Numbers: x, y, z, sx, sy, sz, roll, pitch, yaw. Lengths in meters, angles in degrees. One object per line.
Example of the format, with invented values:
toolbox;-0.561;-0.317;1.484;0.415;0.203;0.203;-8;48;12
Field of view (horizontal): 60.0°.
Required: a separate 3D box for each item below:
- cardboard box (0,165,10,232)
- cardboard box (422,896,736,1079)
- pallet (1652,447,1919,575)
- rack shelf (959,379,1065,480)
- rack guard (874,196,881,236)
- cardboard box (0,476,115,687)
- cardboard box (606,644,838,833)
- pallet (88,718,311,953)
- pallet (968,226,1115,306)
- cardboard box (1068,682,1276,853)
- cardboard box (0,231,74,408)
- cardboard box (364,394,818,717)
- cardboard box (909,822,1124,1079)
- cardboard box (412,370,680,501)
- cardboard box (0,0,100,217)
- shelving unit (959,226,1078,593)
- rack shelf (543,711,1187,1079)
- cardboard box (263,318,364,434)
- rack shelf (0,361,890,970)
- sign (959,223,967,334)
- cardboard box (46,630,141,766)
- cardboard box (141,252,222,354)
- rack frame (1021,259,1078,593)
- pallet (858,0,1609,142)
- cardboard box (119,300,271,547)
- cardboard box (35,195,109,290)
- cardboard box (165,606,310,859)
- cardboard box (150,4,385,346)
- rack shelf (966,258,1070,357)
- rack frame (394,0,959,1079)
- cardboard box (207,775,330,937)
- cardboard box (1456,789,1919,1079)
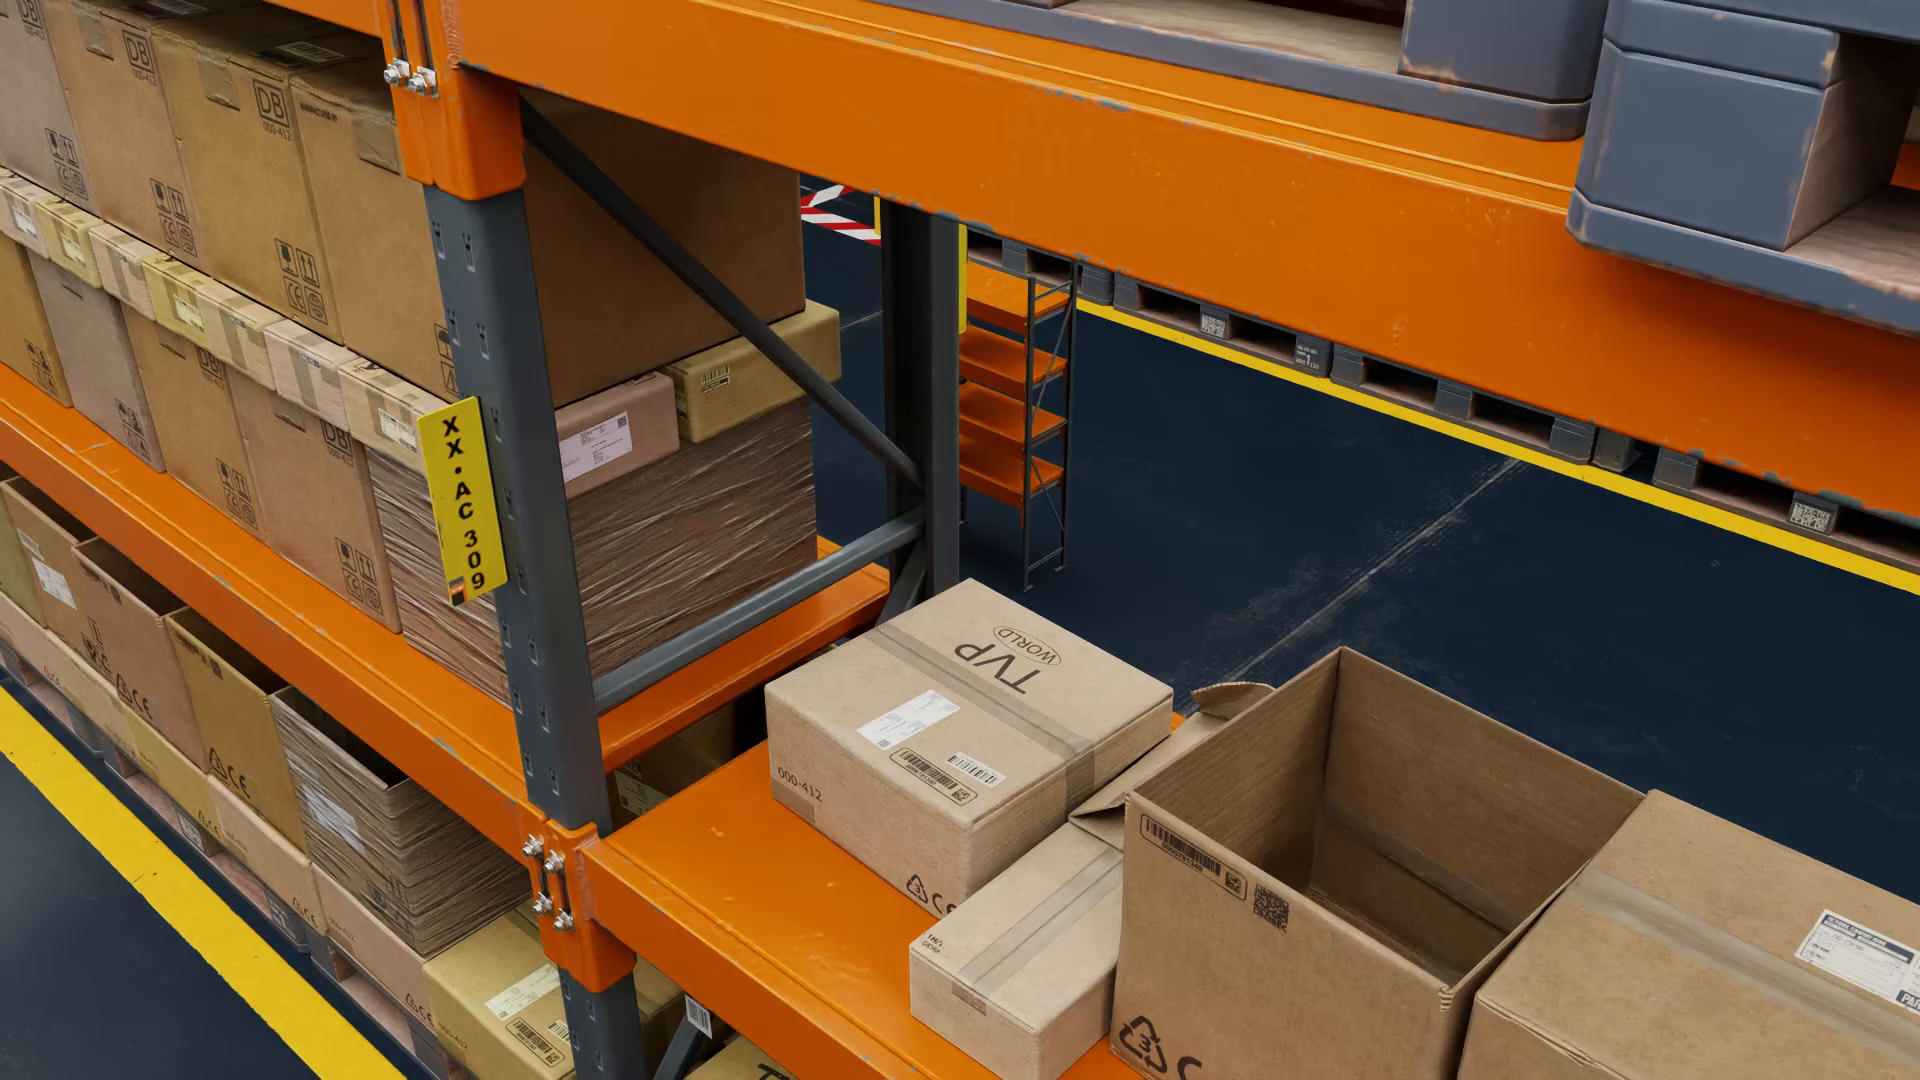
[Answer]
cardboard box;-2.243;-0.905;4.119;0.250;0.149;0.380;24;39;35
cardboard box;-0.870;1.058;3.842;0.500;0.250;0.500;25;39;35
pallet;3.520;-0.295;6.535;1.213;0.211;1.003;25;39;35
rack shelf;0.123;-0.399;5.880;0.480;0.148;0.258;25;39;35
rack guard;0.032;-2.046;9.163;0.348;0.500;1.175;25;39;35
cardboard box;-2.346;0.041;4.806;0.500;0.500;0.500;25;39;35
cardboard box;-0.513;0.534;3.987;0.500;0.500;0.500;25;39;35
pallet;-1.850;0.618;5.018;1.213;0.211;1.003;25;39;35
pallet;0.611;-1.627;8.748;1.213;0.211;1.003;25;39;35
cardboard box;0.395;0.429;2.760;0.258;0.266;0.396;24;38;34
cardboard box;-2.251;-0.770;4.523;0.500;0.500;0.700;25;39;35
cardboard box;-0.713;-0.057;3.339;0.500;0.500;0.700;24;38;34
cardboard box;0.140;0.630;2.539;0.250;0.149;0.380;25;39;35
cardboard box;-0.725;-0.196;2.941;0.250;0.149;0.380;25;39;35
cardboard box;-1.829;-1.134;3.870;0.500;0.500;0.700;25;39;35
shelving unit;0.123;-0.457;5.845;0.503;1.200;0.258;25;39;35
rack shelf;1.103;1.138;2.150;4.000;0.370;1.077;25;39;35
cardboard box;-1.103;-0.372;3.233;0.250;0.149;0.380;24;38;34
rack shelf;-1.863;-0.247;4.449;4.000;0.370;1.077;25;39;35
sign;-0.023;-0.536;3.186;0.005;0.325;0.100;25;39;35
cardboard box;-2.353;0.366;4.992;0.500;0.250;0.500;25;39;35
cardboard box;-1.478;-0.549;3.527;0.250;0.149;0.380;25;39;35
rack frame;0.304;-0.372;5.705;0.015;1.200;0.240;25;39;35
pallet;0.283;-0.766;1.891;1.217;0.209;0.805;23;38;33
cardboard box;-1.478;-0.412;3.929;0.500;0.500;0.700;26;39;36
cardboard box;-1.864;-0.727;3.823;0.250;0.149;0.380;27;40;37
cardboard box;-1.606;0.388;4.229;0.500;0.500;0.500;25;39;35
cardboard box;-1.088;-0.787;3.294;0.500;0.500;0.700;25;39;35
rack shelf;0.123;-0.793;5.643;0.480;0.148;0.258;25;39;35
rack frame;-0.380;0.137;3.114;0.127;3.000;1.000;25;39;35
cardboard box;-1.615;0.714;4.414;0.500;0.250;0.500;25;39;35
cardboard box;0.941;0.722;2.045;0.500;0.500;0.500;25;39;35
